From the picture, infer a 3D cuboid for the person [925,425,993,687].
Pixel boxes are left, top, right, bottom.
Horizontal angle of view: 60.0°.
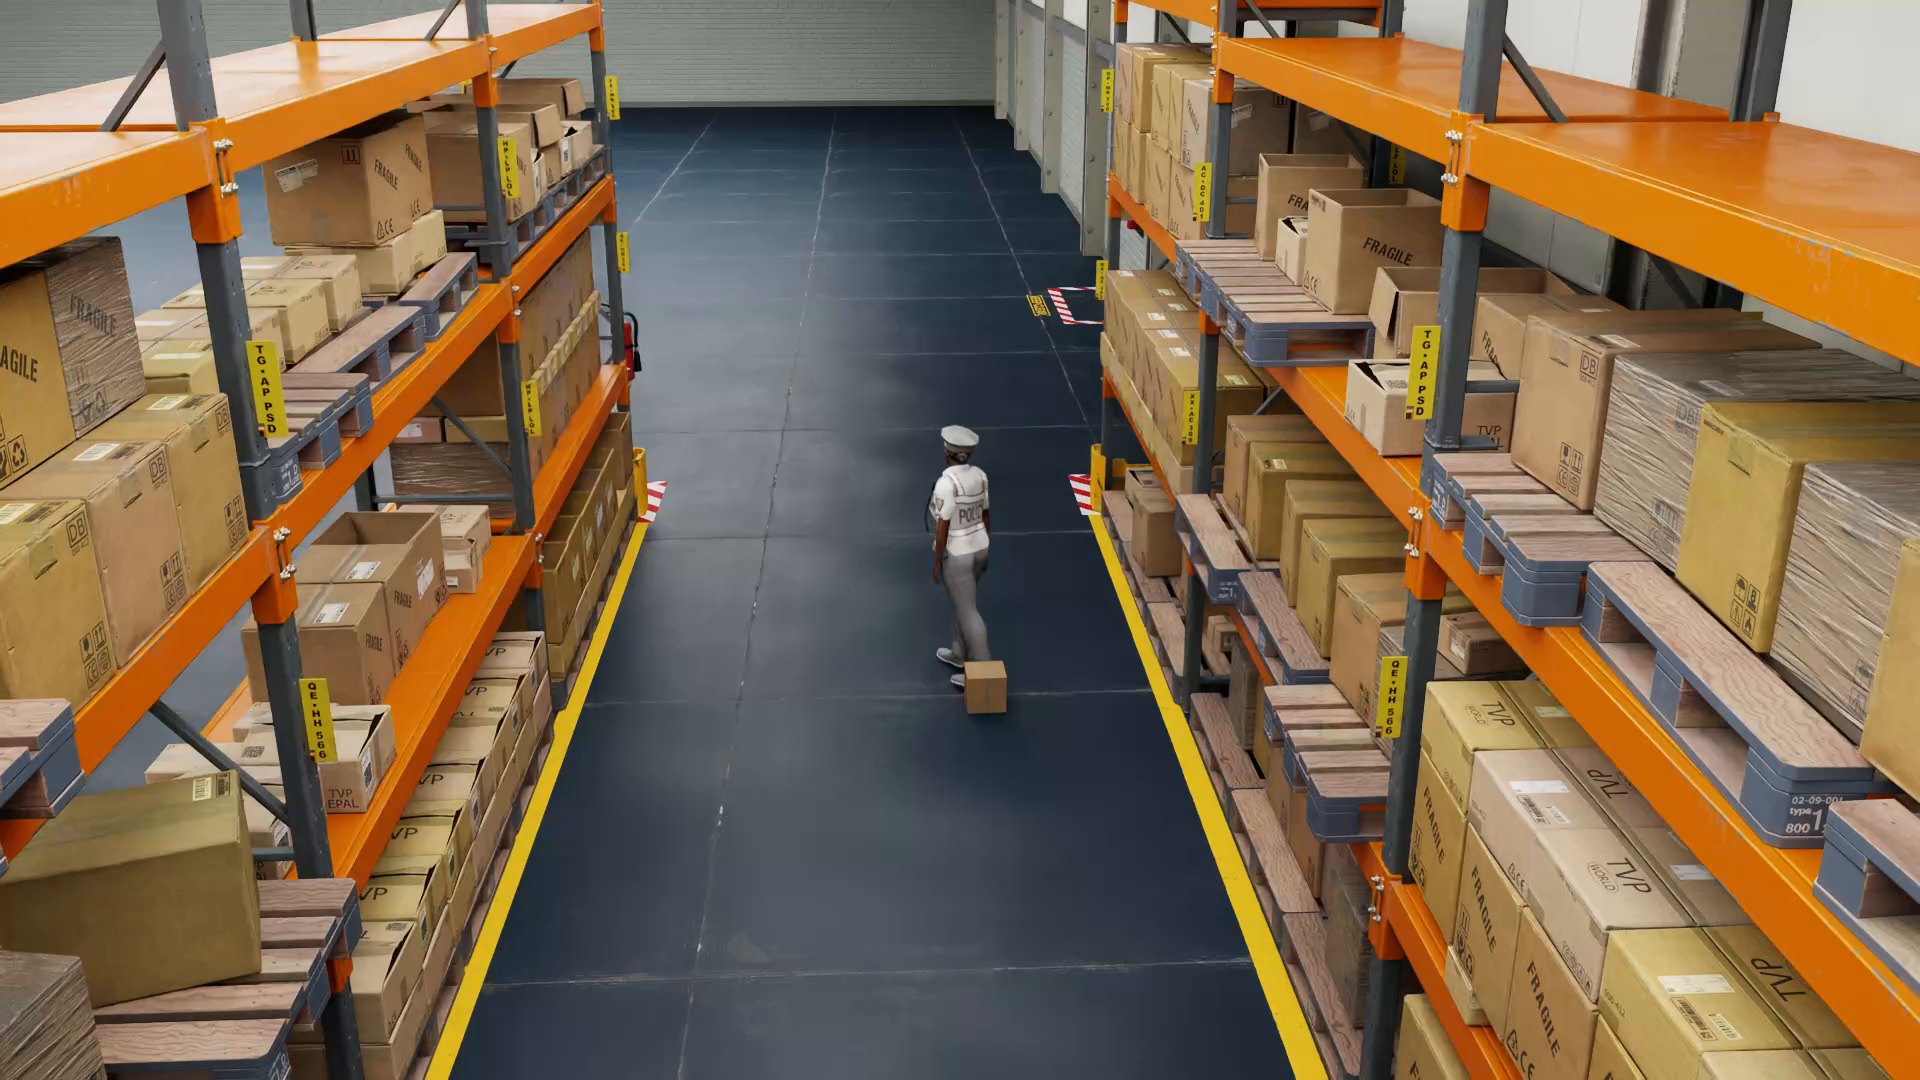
[{"bbox_3d":[0.021,0.103,10.789,0.589,1.661,0.498,14,25,33],"label":"person"}]
